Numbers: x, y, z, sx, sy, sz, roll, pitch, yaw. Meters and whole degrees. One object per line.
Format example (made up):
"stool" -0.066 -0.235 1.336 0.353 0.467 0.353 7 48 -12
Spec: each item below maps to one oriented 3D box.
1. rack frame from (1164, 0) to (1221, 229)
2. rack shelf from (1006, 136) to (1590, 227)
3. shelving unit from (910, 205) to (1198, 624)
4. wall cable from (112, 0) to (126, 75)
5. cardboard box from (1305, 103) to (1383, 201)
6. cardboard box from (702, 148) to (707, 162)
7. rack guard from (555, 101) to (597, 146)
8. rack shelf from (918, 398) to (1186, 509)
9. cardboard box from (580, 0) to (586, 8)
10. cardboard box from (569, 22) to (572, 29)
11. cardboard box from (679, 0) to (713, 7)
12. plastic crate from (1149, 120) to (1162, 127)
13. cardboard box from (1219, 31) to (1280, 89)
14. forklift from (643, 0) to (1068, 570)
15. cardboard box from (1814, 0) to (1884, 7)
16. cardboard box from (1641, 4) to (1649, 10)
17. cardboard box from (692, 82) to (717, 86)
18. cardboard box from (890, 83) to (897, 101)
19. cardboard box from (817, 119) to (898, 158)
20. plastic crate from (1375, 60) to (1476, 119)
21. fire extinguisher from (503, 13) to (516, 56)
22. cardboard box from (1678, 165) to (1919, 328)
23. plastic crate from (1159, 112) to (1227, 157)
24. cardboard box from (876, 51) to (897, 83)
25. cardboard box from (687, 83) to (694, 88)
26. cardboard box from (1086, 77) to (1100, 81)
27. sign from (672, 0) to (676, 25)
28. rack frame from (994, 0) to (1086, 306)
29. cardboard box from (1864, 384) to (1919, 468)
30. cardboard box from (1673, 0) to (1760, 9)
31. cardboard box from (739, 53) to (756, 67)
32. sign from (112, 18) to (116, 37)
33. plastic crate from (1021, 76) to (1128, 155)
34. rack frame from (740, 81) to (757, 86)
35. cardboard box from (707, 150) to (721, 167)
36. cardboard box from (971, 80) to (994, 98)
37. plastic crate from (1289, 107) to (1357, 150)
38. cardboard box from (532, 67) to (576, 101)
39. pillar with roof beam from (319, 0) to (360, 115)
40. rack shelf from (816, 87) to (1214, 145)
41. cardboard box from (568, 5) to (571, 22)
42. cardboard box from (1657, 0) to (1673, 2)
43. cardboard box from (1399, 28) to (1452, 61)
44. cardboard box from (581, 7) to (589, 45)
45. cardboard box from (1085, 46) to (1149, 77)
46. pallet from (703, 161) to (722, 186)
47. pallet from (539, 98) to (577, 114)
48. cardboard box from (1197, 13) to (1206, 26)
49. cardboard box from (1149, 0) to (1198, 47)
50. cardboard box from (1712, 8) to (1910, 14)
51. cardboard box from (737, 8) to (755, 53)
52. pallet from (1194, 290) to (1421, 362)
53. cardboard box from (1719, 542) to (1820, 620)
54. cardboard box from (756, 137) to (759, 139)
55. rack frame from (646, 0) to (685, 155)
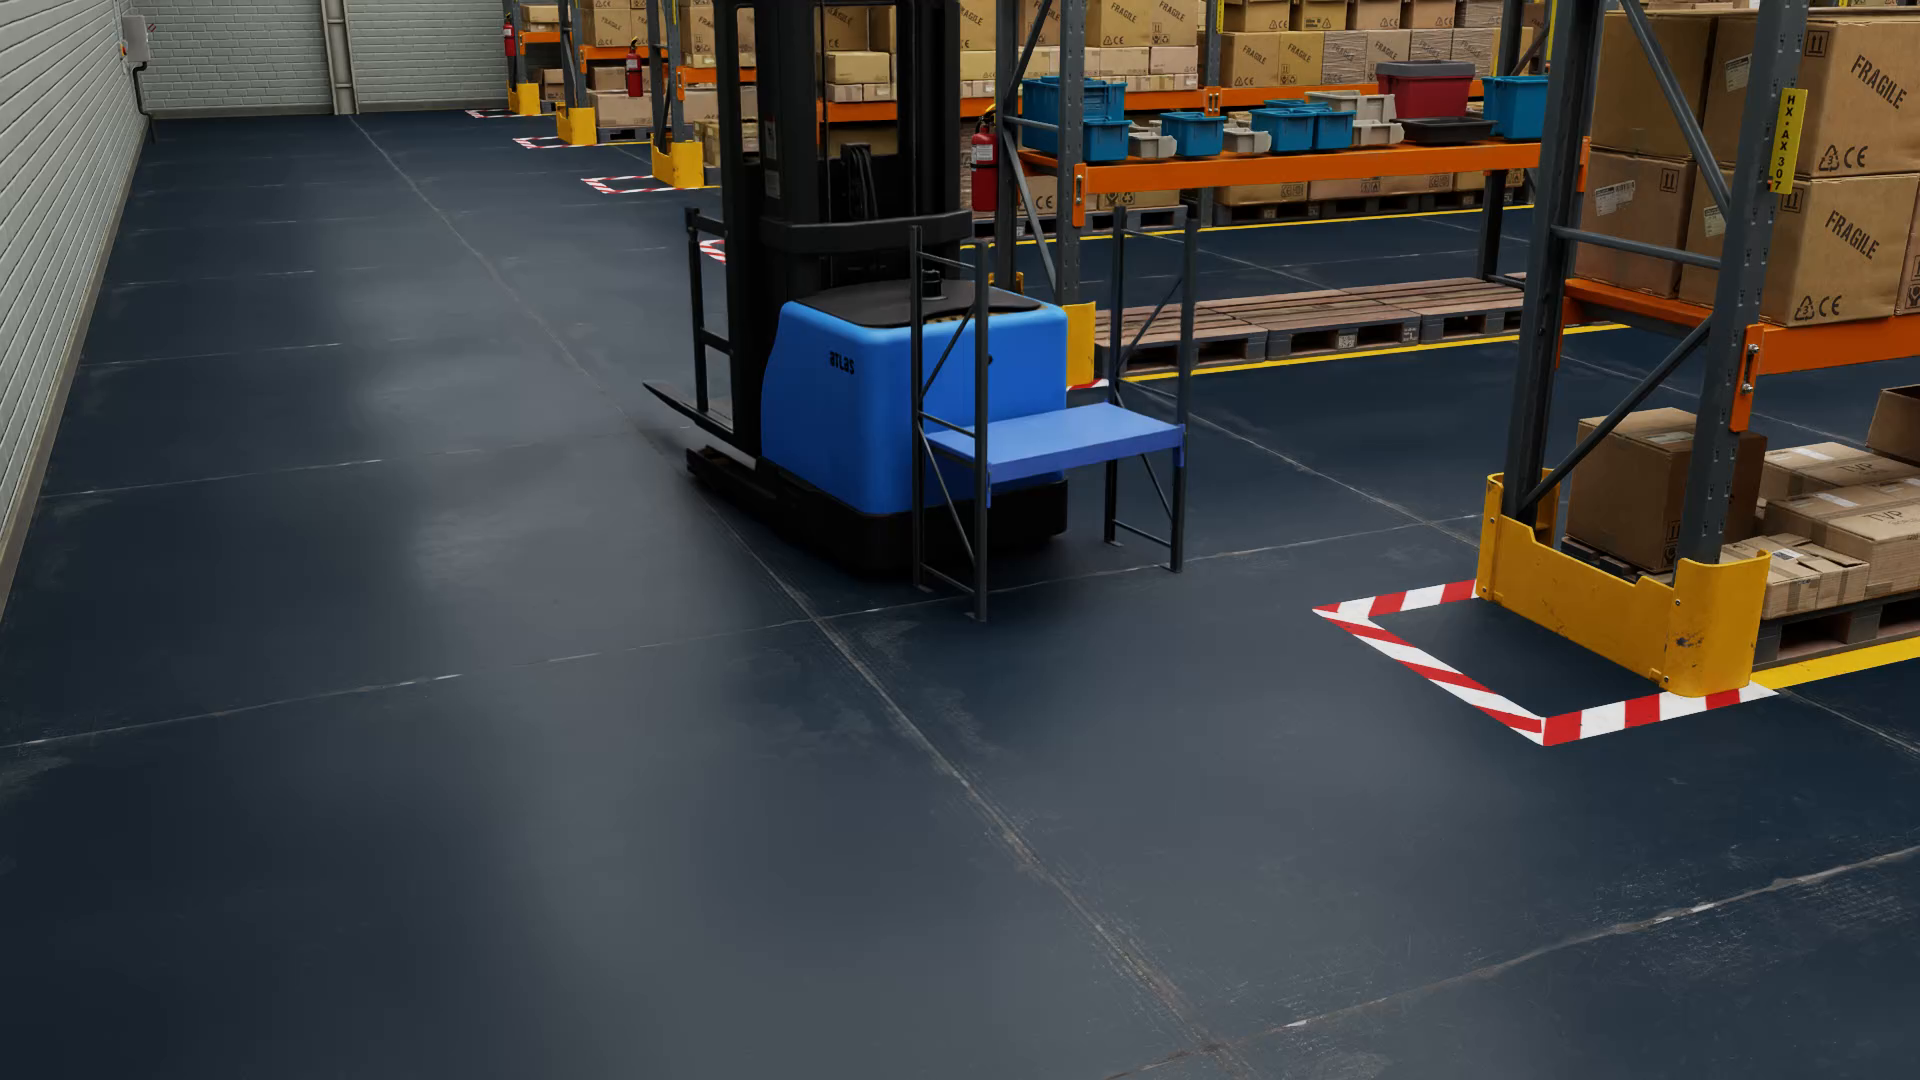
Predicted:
"rack frame" 2.187 -4.584 16.025 0.127 3.000 1.000 -8 21 -22
"rack shelf" 2.312 -2.471 11.108 4.000 0.370 1.077 -8 21 -22
"shelving unit" 0.377 -0.541 6.800 1.048 1.500 0.538 -13 23 -32
"wall cable" -10.580 -6.825 20.813 0.123 1.953 0.585 -8 21 -22
"cardboard box" 3.587 -3.988 16.899 0.875 0.875 1.225 -9 21 -24
"cardboard box" -2.957 -4.570 19.645 0.250 0.149 0.380 -8 21 -21
"rack guard" -5.433 -5.898 23.520 0.348 0.500 1.175 -8 21 -22
"rack shelf" 0.377 -0.371 6.860 1.000 0.185 0.538 -13 23 -32
"cardboard box" -5.063 -7.735 23.317 0.500 0.500 0.500 -7 21 -20
"cardboard box" -6.528 -8.527 27.601 0.250 0.149 0.380 -8 21 -23
"cardboard box" -2.840 -6.221 18.570 0.500 0.500 0.500 -8 21 -22
"plastic crate" 1.425 -2.648 10.832 0.243 0.136 0.396 -8 21 -22
"cardboard box" 2.708 -4.616 15.964 0.500 0.500 0.500 -8 21 -22
"forklift" -0.717 -1.696 7.924 1.130 2.935 3.031 -11 22 -29
"cardboard box" 10.046 -6.277 18.730 0.500 0.500 0.500 -8 21 -22
"cardboard box" 9.480 -7.500 24.080 0.500 0.550 0.875 -8 21 -22
"cardboard box" -4.408 -8.034 29.240 0.500 0.311 0.500 -7 21 -20
"cardboard box" -0.559 -3.953 14.612 0.250 0.149 0.380 -9 21 -23
"cardboard box" -0.930 -3.362 15.122 0.875 0.875 0.875 -8 21 -22
"plastic crate" 3.230 -3.091 11.598 0.583 0.464 0.402 -8 21 -22
"fire extinguisher" -7.333 -8.221 27.031 0.183 0.674 0.296 -8 21 -22
"cardboard box" 4.004 -1.309 6.574 3.026 0.500 1.079 -8 21 -21
"plastic crate" 1.437 -2.516 10.312 0.300 0.233 0.416 -8 21 -22
"cardboard box" -0.464 -4.179 14.651 0.500 0.250 0.500 -8 21 -23
"cardboard box" -4.806 -7.901 29.105 0.250 0.149 0.380 -8 21 -23
"cardboard box" 1.092 -4.190 15.284 0.250 0.149 0.380 -8 21 -21
"sign" -3.143 -5.827 18.250 0.005 0.325 0.100 -8 21 -22
"rack frame" 0.476 -2.548 10.241 0.127 3.000 1.000 -8 21 -22
"cardboard box" 4.384 -0.344 7.079 0.637 0.503 0.797 -8 21 -22
"cardboard box" 8.748 -6.056 18.669 1.000 1.000 1.000 -8 21 -22
"cardboard box" -2.445 -5.473 18.928 0.250 0.149 0.380 -9 21 -23
"sign" -10.617 -6.436 20.877 0.001 0.218 0.327 -8 21 -22
"plastic crate" 0.709 -2.694 10.512 0.499 0.435 0.616 -8 21 -22
"rack frame" -3.708 -9.119 28.905 0.127 3.000 1.000 -8 21 -22
"cardboard box" -2.750 -4.408 19.186 0.250 0.149 0.380 -8 21 -21
"cardboard box" 7.076 -3.517 12.619 11.276 0.649 9.991 -8 21 -21
"plastic crate" 2.318 -2.642 10.670 0.300 0.233 0.416 -8 21 -22
"cardboard box" -6.782 -7.665 27.902 0.637 0.503 0.797 -9 21 -24
"pillar with roof beam" -8.508 -10.030 22.459 0.400 9.000 9.100 -8 21 -22
"rack shelf" 0.350 -3.982 15.397 4.000 0.370 1.077 -8 21 -22
"cardboard box" -6.395 -8.707 27.511 0.500 0.250 0.500 -8 21 -21
"cardboard box" 9.941 -8.099 24.156 0.550 0.550 0.875 -8 21 -22
"cardboard box" 4.569 -4.884 16.726 0.500 0.500 0.500 -9 21 -24
"cardboard box" -5.073 -7.271 23.506 0.500 0.500 0.500 -8 21 -22
"cardboard box" 1.411 -4.447 15.413 0.500 0.250 0.500 -7 21 -20
"pallet" -2.528 -4.375 19.628 1.213 0.211 1.003 -8 21 -22
"pallet" -6.579 -7.393 28.201 1.213 0.211 1.003 -8 21 -22
"cardboard box" 3.000 -6.548 20.902 0.250 0.149 0.380 -8 21 -22
"cardboard box" 1.871 -4.865 15.473 0.500 0.500 0.500 -8 21 -20
"cardboard box" 3.198 -1.764 6.361 0.500 0.500 0.500 -8 21 -20
"cardboard box" -2.355 -5.824 18.948 0.500 0.500 0.500 -8 21 -22
"pallet" 2.367 -1.488 11.431 1.213 0.211 1.003 -8 21 -22
"cardboard box" 2.955 0.150 6.209 0.250 0.149 0.380 -8 21 -22
"cardboard box" -2.312 -4.646 19.413 0.250 0.149 0.380 -8 21 -21
"rack frame" -3.358 -5.584 18.864 0.127 3.000 1.000 -8 21 -22
